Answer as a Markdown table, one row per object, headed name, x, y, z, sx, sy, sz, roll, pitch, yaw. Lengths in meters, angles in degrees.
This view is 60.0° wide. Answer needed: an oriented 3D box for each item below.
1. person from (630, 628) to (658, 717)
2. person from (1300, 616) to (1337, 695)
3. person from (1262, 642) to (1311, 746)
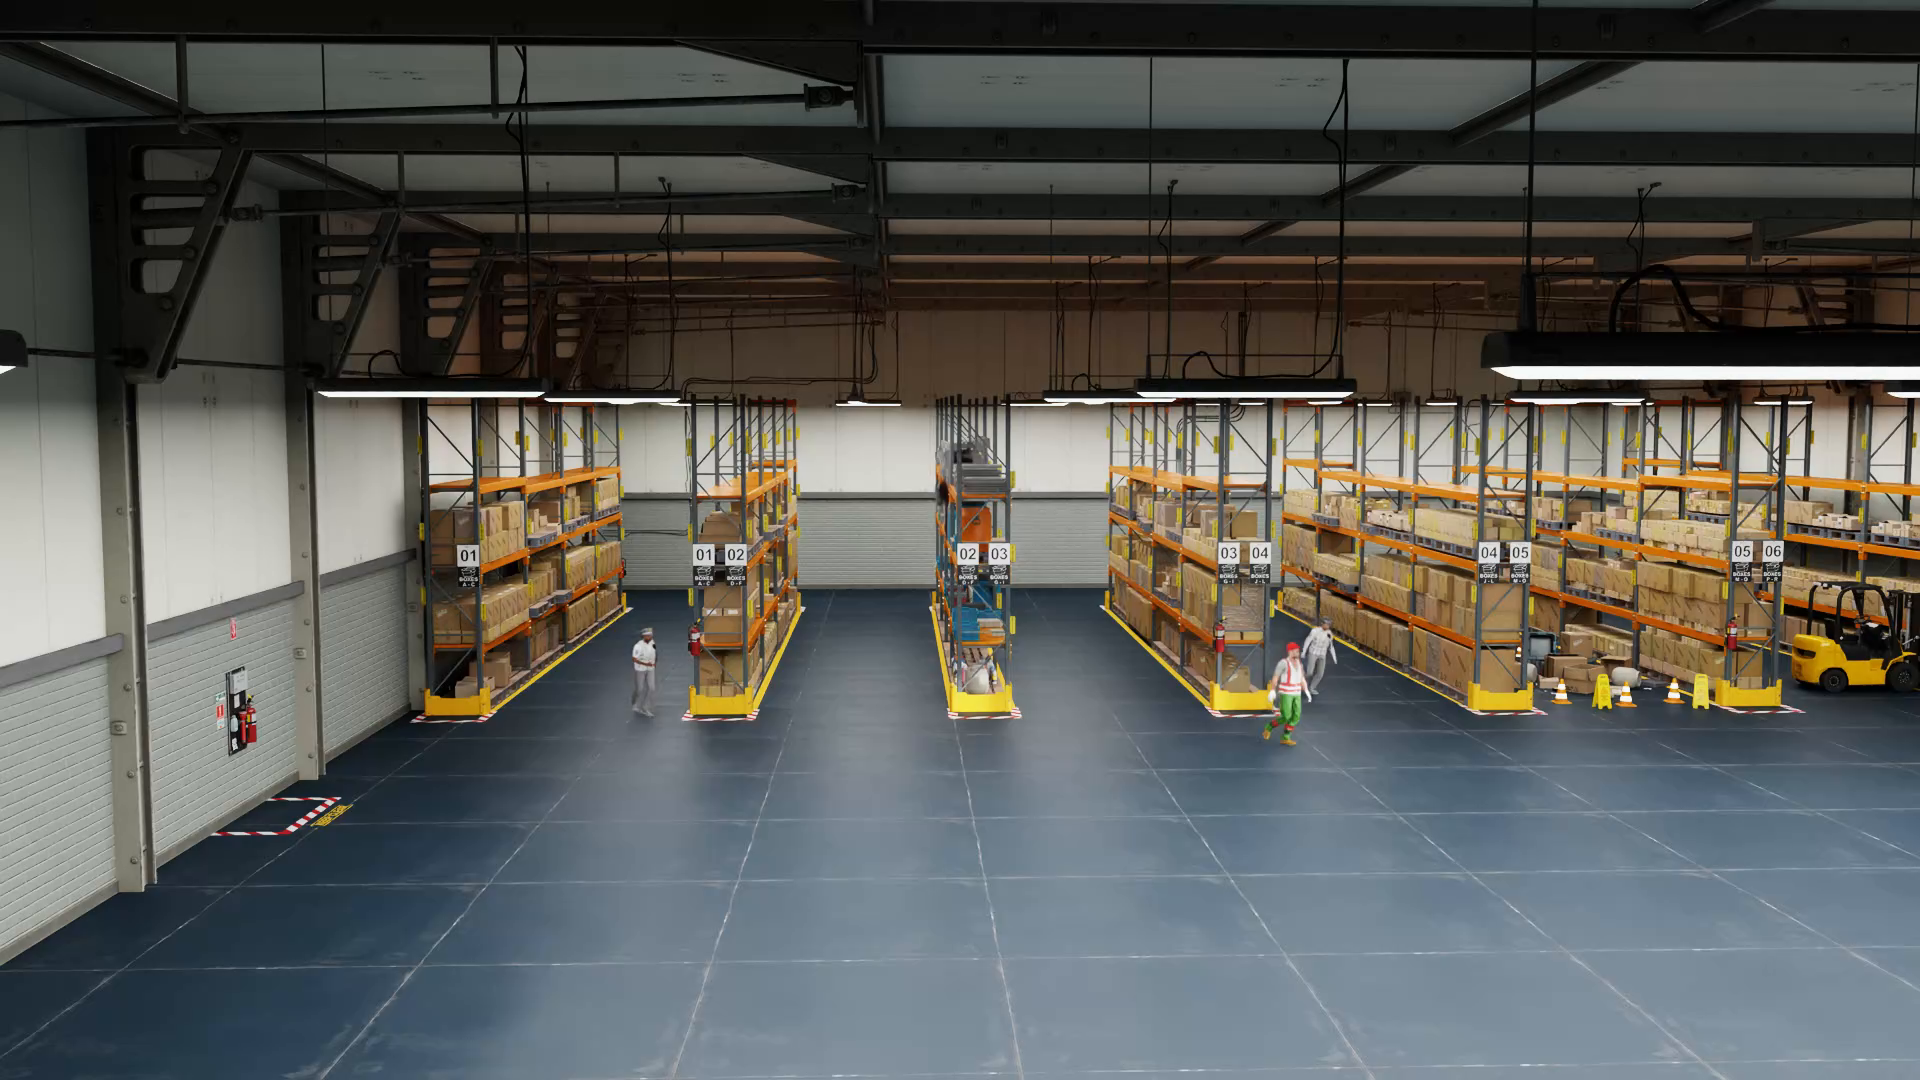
| name | x | y | z | sx | sy | sz | roll | pitch | yaw |
| --- | --- | --- | --- | --- | --- | --- | --- | --- | --- |
| person | -5.966 | 2.458 | 31.196 | 0.556 | 1.683 | 0.763 | -3 | 6 | -37 |
| person | 7.129 | 2.304 | 33.262 | 0.714 | 1.589 | 0.620 | -1 | 5 | -16 |
| person | 5.544 | 2.614 | 28.330 | 0.764 | 1.749 | 0.584 | -3 | 5 | -33 |
